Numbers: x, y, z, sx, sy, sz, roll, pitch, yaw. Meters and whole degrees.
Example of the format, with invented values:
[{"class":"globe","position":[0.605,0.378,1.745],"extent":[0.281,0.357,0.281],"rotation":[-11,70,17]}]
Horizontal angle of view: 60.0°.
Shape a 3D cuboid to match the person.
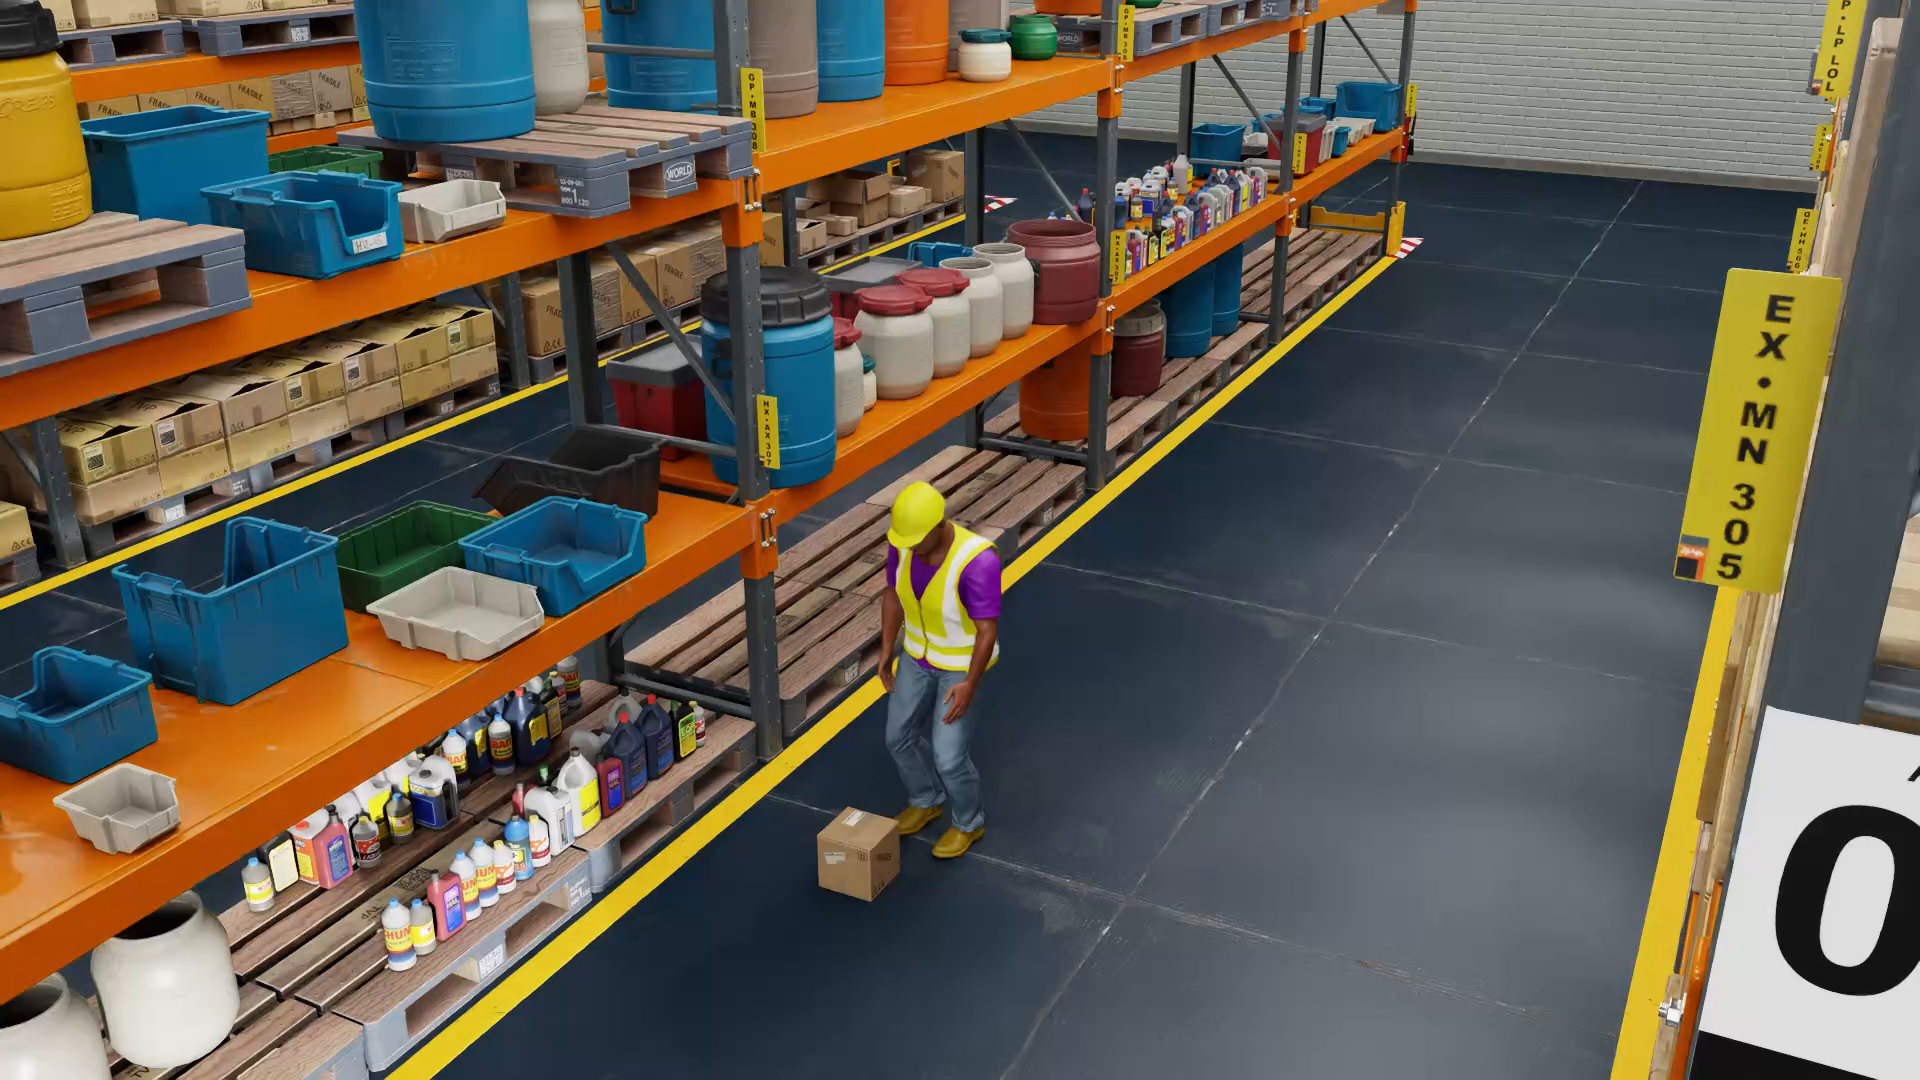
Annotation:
[{"class":"person","position":[-0.086,0.521,6.924],"extent":[0.602,1.682,0.511],"rotation":[20,30,39]}]
